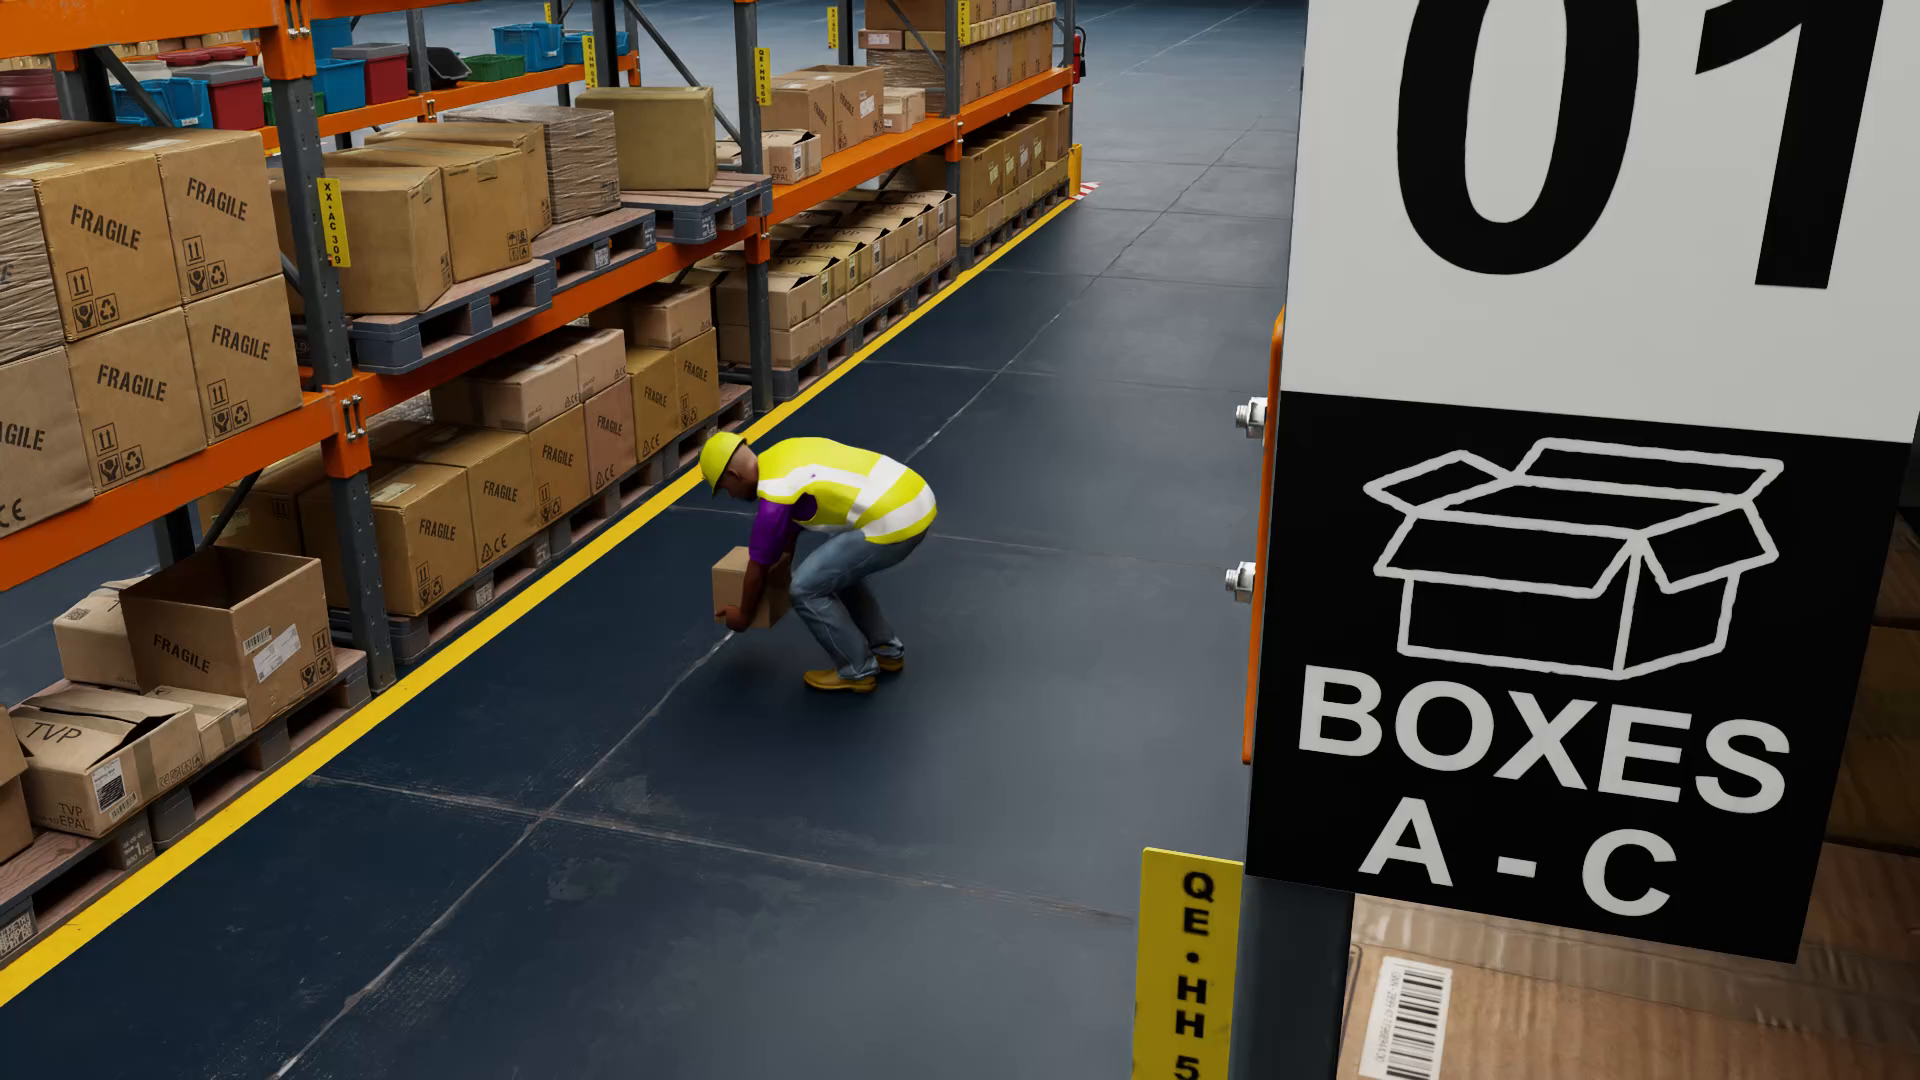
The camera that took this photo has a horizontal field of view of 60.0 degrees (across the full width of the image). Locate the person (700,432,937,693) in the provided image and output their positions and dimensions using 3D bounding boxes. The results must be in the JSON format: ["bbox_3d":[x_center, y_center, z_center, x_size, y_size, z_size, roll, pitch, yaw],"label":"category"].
[{"bbox_3d":[-0.585,0.082,6.824,0.965,1.042,0.522,5,22,13],"label":"person"}]
